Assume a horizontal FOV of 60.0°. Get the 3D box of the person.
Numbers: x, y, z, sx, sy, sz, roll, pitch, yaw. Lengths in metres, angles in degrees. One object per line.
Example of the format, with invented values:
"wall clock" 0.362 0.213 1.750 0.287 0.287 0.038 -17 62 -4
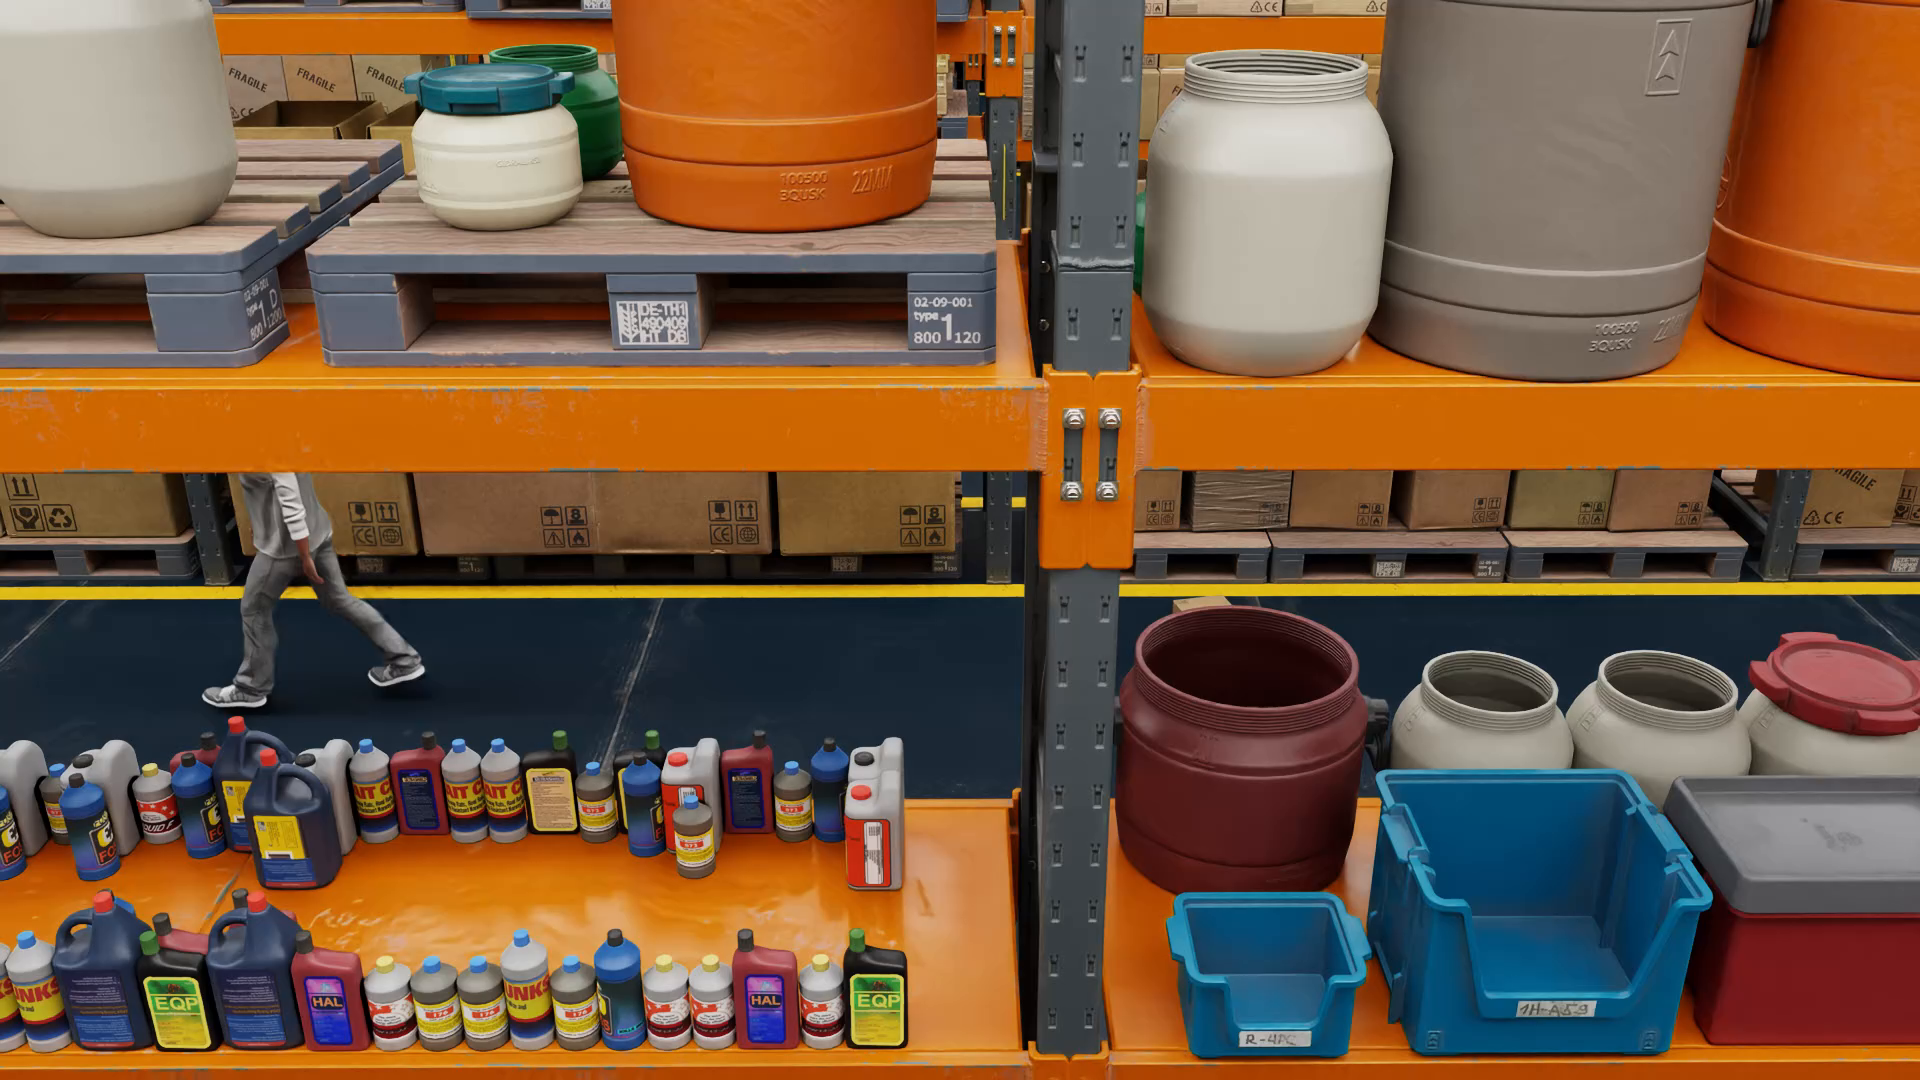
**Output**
"person" -2.867 -0.009 7.118 0.951 1.543 0.419 0 24 0
